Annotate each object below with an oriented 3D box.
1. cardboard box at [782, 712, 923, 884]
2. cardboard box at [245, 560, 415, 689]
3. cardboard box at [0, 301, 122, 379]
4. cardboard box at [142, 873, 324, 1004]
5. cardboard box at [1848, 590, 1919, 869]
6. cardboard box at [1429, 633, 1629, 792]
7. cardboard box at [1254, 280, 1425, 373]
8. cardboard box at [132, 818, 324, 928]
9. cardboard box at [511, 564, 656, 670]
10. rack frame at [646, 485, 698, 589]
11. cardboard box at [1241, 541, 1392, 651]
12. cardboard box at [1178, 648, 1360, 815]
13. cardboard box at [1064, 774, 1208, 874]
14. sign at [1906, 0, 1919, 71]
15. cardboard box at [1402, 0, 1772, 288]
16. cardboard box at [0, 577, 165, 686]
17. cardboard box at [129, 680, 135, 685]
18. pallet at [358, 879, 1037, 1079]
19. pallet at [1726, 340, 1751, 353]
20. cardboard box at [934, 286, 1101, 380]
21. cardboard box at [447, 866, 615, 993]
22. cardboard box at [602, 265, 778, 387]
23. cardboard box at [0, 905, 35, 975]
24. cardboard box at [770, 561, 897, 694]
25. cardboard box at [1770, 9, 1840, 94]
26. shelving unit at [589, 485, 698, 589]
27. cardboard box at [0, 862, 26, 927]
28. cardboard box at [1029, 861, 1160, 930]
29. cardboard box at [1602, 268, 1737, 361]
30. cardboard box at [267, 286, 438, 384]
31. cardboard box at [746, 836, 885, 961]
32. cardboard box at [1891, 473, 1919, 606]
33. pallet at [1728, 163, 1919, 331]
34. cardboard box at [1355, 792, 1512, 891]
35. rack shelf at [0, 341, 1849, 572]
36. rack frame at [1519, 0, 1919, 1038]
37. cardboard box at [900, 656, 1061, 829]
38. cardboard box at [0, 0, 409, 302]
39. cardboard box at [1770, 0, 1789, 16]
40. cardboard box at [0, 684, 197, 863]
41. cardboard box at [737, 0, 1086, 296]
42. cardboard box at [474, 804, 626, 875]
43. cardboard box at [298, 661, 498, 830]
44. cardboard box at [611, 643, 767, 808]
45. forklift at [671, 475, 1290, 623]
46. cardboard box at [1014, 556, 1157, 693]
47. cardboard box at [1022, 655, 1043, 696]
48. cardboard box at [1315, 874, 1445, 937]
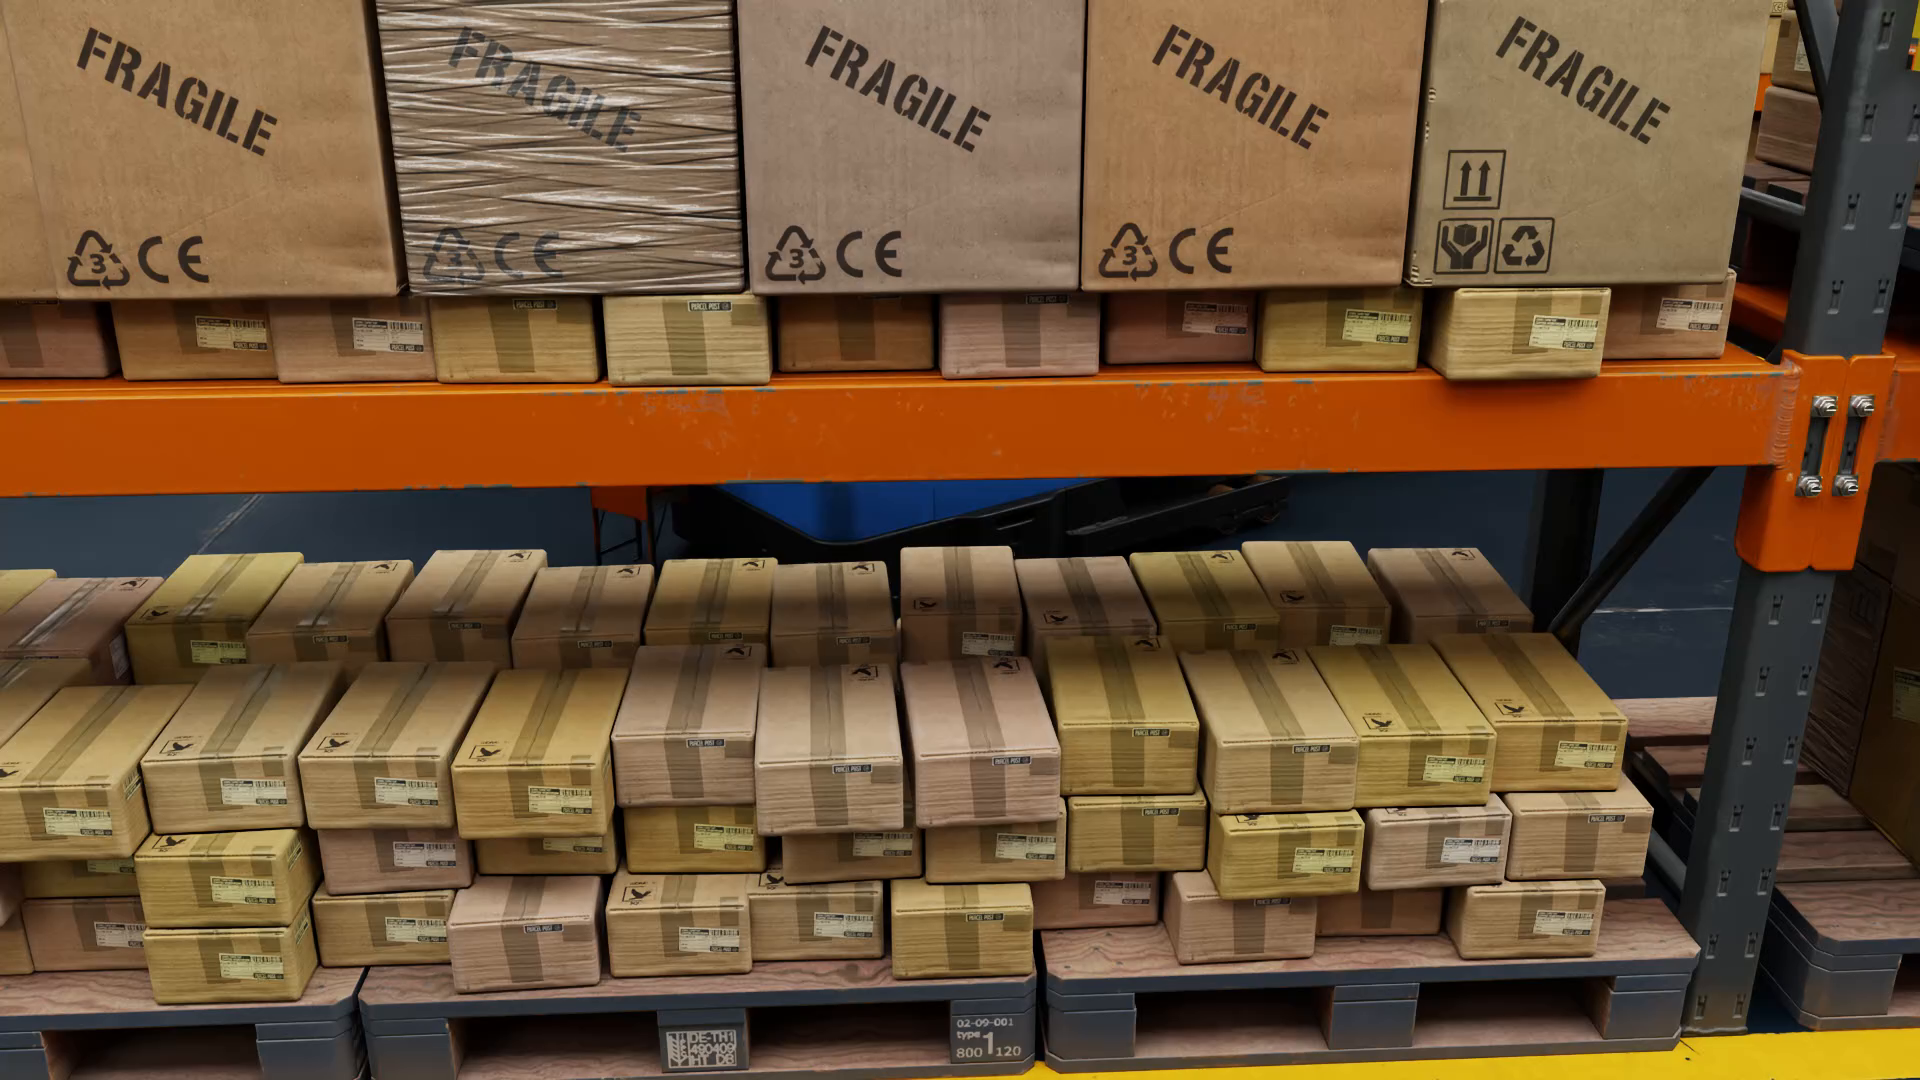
[{"bbox_3d":[-0.211,0.480,3.143,0.250,0.149,0.380,-2,21,-6],"label":"cardboard box"},{"bbox_3d":[-1.313,0.182,3.507,0.250,0.149,0.380,-2,21,-5],"label":"cardboard box"},{"bbox_3d":[-1.478,-0.390,2.783,0.250,0.149,0.380,0,21,-1],"label":"cardboard box"},{"bbox_3d":[-1.287,0.674,3.052,0.250,0.149,0.380,-1,21,-2],"label":"cardboard box"},{"bbox_3d":[2.152,0.413,3.244,0.500,0.500,0.500,0,21,-1],"label":"cardboard box"},{"bbox_3d":[1.059,0.319,3.147,0.250,0.149,0.380,-1,21,-2],"label":"cardboard box"},{"bbox_3d":[0.606,-0.404,2.820,0.250,0.149,0.380,0,21,-1],"label":"cardboard box"},{"bbox_3d":[-1.278,0.532,3.007,0.250,0.149,0.380,-1,21,-1],"label":"cardboard box"},{"bbox_3d":[-0.778,0.191,3.484,0.250,0.149,0.380,-2,21,-5],"label":"cardboard box"},{"bbox_3d":[-0.898,-0.354,5.073,0.008,1.050,0.200,13,25,31],"label":"rack frame"},{"bbox_3d":[0.765,0.137,3.625,0.250,0.149,0.380,0,21,0],"label":"cardboard box"},{"bbox_3d":[0.558,0.346,3.077,0.250,0.149,0.380,-1,21,-4],"label":"cardboard box"},{"bbox_3d":[0.311,0.470,3.170,0.250,0.149,0.380,-1,21,-3],"label":"cardboard box"},{"bbox_3d":[1.438,-0.850,2.422,0.005,0.325,0.100,-1,21,-3],"label":"sign"},{"bbox_3d":[0.933,-0.714,2.722,0.500,0.500,0.500,-1,21,-3],"label":"cardboard box"},{"bbox_3d":[-1.826,0.215,3.420,0.250,0.149,0.380,-1,21,-2],"label":"cardboard box"},{"bbox_3d":[-1.820,0.342,3.507,0.250,0.149,0.380,-2,21,-4],"label":"cardboard box"},{"bbox_3d":[-0.490,0.717,3.442,1.213,0.211,1.003,-1,21,-3],"label":"pallet"},{"bbox_3d":[4.218,-1.184,8.433,1.213,0.211,1.003,-1,21,-3],"label":"pallet"},{"bbox_3d":[0.078,-0.391,2.786,0.250,0.149,0.380,-2,21,-5],"label":"cardboard box"},{"bbox_3d":[-0.784,0.661,3.087,0.250,0.149,0.380,-2,21,-6],"label":"cardboard box"},{"bbox_3d":[-0.429,-0.375,2.743,0.250,0.149,0.380,-1,21,-2],"label":"cardboard box"},{"bbox_3d":[-1.796,0.647,3.121,0.250,0.149,0.380,-1,21,-3],"label":"cardboard box"},{"bbox_3d":[-0.270,0.185,3.501,0.250,0.149,0.380,-2,21,-5],"label":"cardboard box"},{"bbox_3d":[1.785,-0.935,3.205,0.250,0.149,0.380,-1,21,-1],"label":"cardboard box"},{"bbox_3d":[-0.999,-0.378,5.137,0.252,1.050,0.215,13,25,31],"label":"shelving unit"},{"bbox_3d":[-1.780,0.535,2.999,0.250,0.149,0.380,-1,21,-3],"label":"cardboard box"},{"bbox_3d":[0.233,0.593,3.265,0.250,0.149,0.380,-2,21,-4],"label":"cardboard box"},{"bbox_3d":[1.127,-0.432,2.893,0.250,0.149,0.380,-1,21,-4],"label":"cardboard box"},{"bbox_3d":[-0.958,-0.382,2.762,0.250,0.149,0.380,-2,21,-4],"label":"cardboard box"},{"bbox_3d":[-0.270,0.629,3.170,0.250,0.149,0.380,-1,21,-2],"label":"cardboard box"},{"bbox_3d":[2.152,0.062,3.112,0.500,0.250,0.500,-2,21,-5],"label":"cardboard box"},{"bbox_3d":[2.171,-0.513,3.022,1.213,0.211,1.003,-1,21,-3],"label":"pallet"},{"bbox_3d":[0.834,0.488,3.123,0.250,0.149,0.380,-2,21,-6],"label":"cardboard box"},{"bbox_3d":[-0.597,-0.262,3.104,4.000,0.370,1.077,-1,21,-3],"label":"rack shelf"},{"bbox_3d":[1.399,-0.639,3.082,0.127,3.000,1.000,-1,21,-3],"label":"rack frame"},{"bbox_3d":[0.029,0.362,3.035,0.250,0.149,0.380,-2,21,-6],"label":"cardboard box"},{"bbox_3d":[-1.108,-0.679,2.631,0.500,0.500,0.500,-1,21,-2],"label":"cardboard box"},{"bbox_3d":[3.519,-2.510,7.507,0.500,0.250,0.500,-2,21,-4],"label":"cardboard box"},{"bbox_3d":[-1.524,0.403,2.927,0.250,0.149,0.380,-1,21,-3],"label":"cardboard box"},{"bbox_3d":[-0.083,-0.694,2.670,0.500,0.500,0.500,-1,21,-3],"label":"cardboard box"},{"bbox_3d":[-0.750,0.472,3.163,0.250,0.149,0.380,0,21,0],"label":"cardboard box"},{"bbox_3d":[-1.004,0.366,3.024,0.250,0.149,0.380,0,21,-1],"label":"cardboard box"},{"bbox_3d":[-0.493,0.338,3.098,0.250,0.149,0.380,-1,21,-3],"label":"cardboard box"},{"bbox_3d":[0.528,-1.525,5.506,3.031,2.935,1.130,-15,26,-34],"label":"forklift"},{"bbox_3d":[0.256,0.173,3.530,0.250,0.149,0.380,-2,21,-4],"label":"cardboard box"},{"bbox_3d":[0.261,0.311,3.586,0.250,0.149,0.380,-2,21,-6],"label":"cardboard box"},{"bbox_3d":[0.763,0.602,3.240,0.250,0.149,0.380,-1,21,-2],"label":"cardboard box"}]
